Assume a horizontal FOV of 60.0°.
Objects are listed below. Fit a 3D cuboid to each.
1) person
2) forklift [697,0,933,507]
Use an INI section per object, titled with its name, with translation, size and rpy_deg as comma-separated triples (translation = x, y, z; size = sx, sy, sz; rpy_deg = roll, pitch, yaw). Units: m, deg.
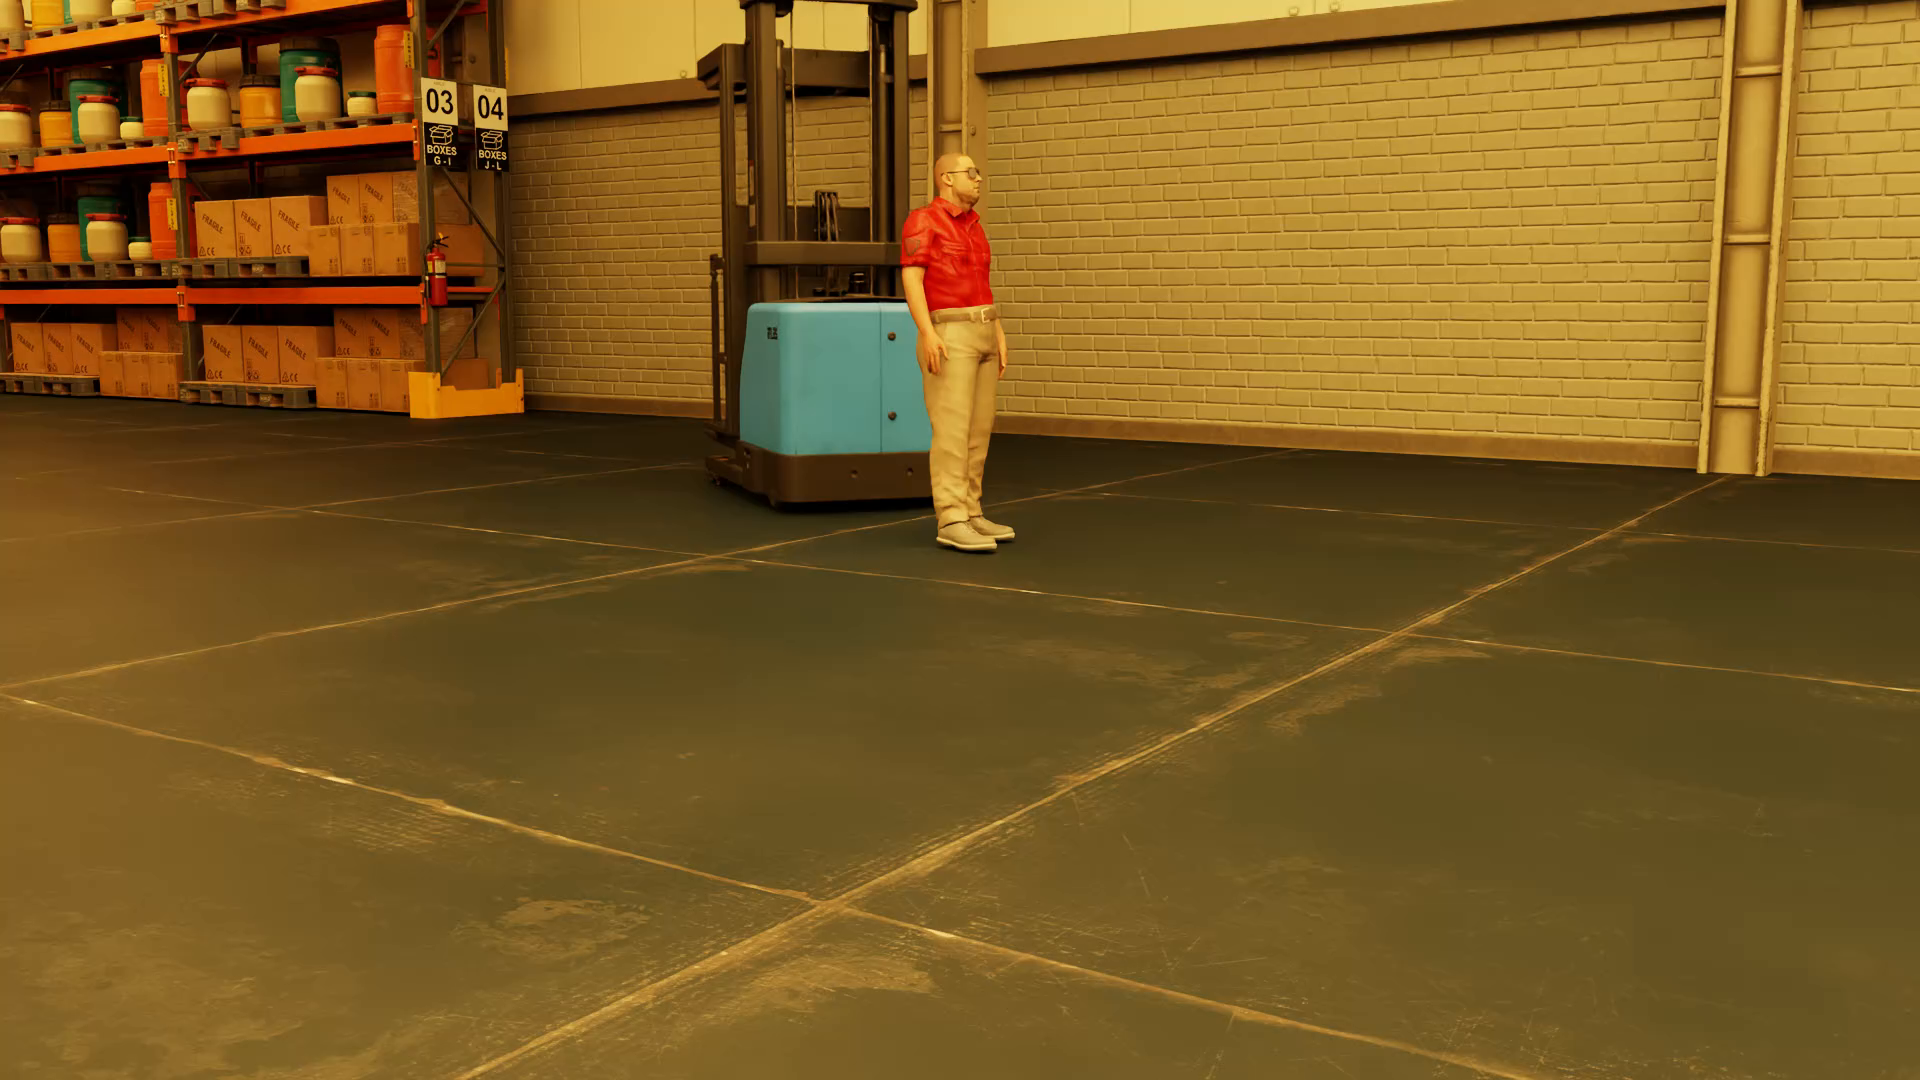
[person]
translation = 0.068, -0.855, 7.422
size = 0.550, 1.728, 0.641
rpy_deg = 5, 10, 34
[forklift]
translation = -0.908, -1.791, 9.785
size = 1.130, 2.935, 3.031
rpy_deg = -3, 9, -19
